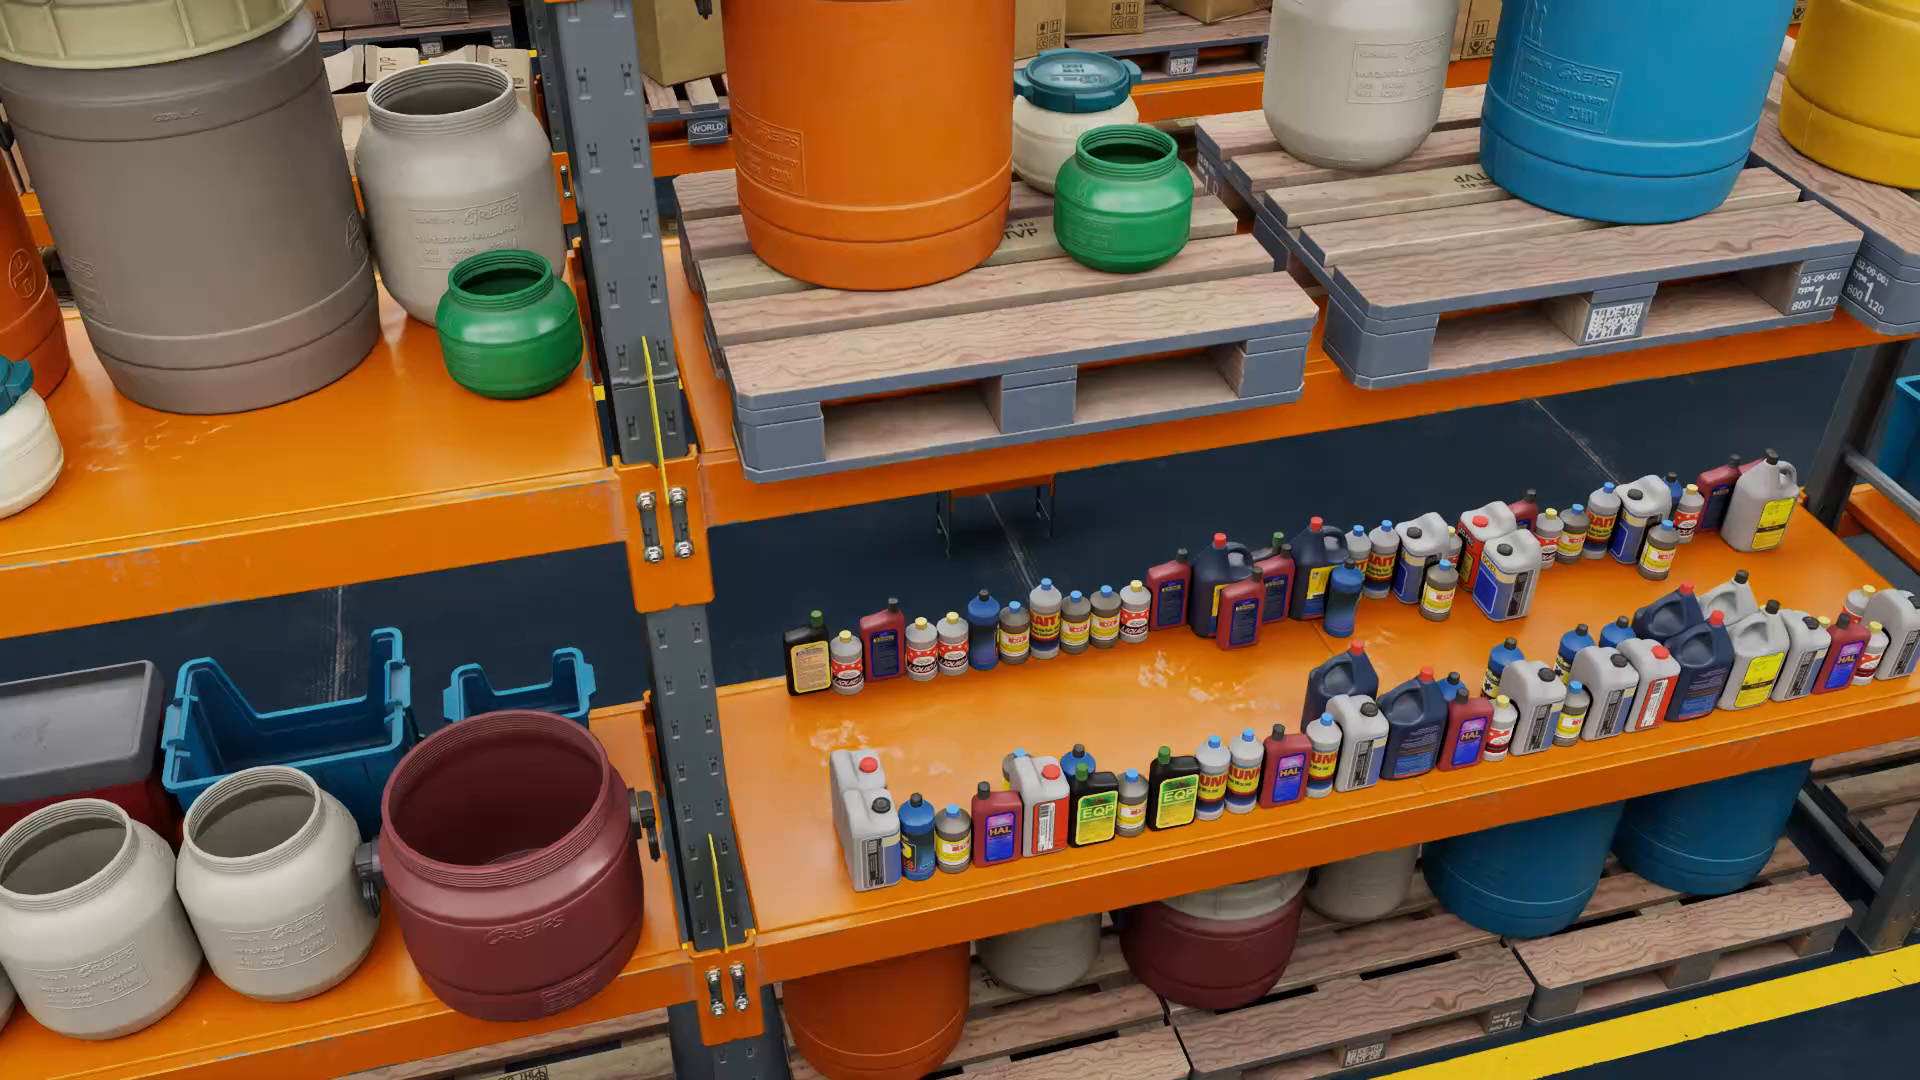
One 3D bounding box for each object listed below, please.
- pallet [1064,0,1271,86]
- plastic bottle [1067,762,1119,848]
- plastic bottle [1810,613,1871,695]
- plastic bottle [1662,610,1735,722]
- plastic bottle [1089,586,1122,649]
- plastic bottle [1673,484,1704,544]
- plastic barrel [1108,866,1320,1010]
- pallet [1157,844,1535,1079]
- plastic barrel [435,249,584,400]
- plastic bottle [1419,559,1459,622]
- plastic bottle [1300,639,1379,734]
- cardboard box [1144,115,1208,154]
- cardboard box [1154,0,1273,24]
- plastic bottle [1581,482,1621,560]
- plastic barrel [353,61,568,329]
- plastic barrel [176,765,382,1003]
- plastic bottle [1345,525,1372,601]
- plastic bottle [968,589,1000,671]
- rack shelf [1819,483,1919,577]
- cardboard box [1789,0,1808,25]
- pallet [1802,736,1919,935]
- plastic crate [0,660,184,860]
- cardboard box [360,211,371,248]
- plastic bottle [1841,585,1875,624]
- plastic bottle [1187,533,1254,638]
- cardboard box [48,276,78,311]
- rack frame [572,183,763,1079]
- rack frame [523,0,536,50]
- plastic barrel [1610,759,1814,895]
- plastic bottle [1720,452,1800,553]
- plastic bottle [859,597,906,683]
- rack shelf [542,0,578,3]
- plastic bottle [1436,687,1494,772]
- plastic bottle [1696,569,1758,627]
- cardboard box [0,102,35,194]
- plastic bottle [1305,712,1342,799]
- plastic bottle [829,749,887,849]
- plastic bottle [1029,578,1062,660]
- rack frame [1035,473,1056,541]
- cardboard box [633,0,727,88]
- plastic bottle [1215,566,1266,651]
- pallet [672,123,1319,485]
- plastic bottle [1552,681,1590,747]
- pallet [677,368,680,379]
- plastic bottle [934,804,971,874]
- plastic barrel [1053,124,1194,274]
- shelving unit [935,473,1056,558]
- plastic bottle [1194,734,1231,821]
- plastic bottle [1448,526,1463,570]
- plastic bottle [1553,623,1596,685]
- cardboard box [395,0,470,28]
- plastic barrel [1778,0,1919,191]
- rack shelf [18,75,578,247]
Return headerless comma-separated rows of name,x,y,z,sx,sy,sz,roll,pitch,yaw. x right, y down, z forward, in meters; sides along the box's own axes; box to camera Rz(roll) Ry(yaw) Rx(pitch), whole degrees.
pallet,1.039,-2.799,9.099,1.213,0.211,1.003,-9,38,-12
plastic bottle,0.356,0.701,4.461,0.133,0.283,0.061,-9,38,-12
plastic bottle,2.620,0.330,4.946,0.133,0.283,0.061,-9,38,-12
plastic bottle,2.147,0.354,4.859,0.185,0.351,0.144,-9,38,-12
plastic bottle,0.448,0.230,5.145,0.097,0.201,0.097,0,37,0
plastic bottle,2.427,-0.095,5.569,0.097,0.201,0.097,0,37,0
plastic barrel,0.824,1.126,5.448,0.708,0.588,0.600,-9,38,-12
pallet,1.191,1.369,5.787,1.213,0.211,1.003,-9,38,-12
plastic barrel,-0.959,-0.459,3.540,0.294,0.245,0.294,0,37,0
plastic bottle,1.514,0.150,5.248,0.097,0.201,0.097,0,37,0
plastic bottle,1.092,0.432,4.757,0.185,0.351,0.144,-9,38,-12
cardboard box,1.309,-2.186,9.835,0.500,0.500,0.500,-11,39,-14
cardboard box,1.324,-3.201,9.037,0.500,0.500,0.700,-23,43,-27
plastic bottle,2.109,-0.071,5.480,0.097,0.271,0.097,0,37,0
plastic barrel,-1.114,-0.765,3.720,0.421,0.512,0.421,0,37,0
plastic barrel,-1.672,0.845,4.084,0.421,0.512,0.421,0,37,0
plastic bottle,1.250,0.070,5.296,0.097,0.271,0.097,0,37,0
plastic bottle,0.072,0.263,5.043,0.097,0.271,0.097,0,37,0
rack shelf,5.058,-0.063,5.956,4.000,0.370,1.077,-9,38,-12
cardboard box,4.840,-3.297,9.508,0.500,0.500,0.500,-9,38,-12
pallet,3.827,0.936,6.352,1.213,0.211,1.003,-9,38,-12
plastic crate,-2.374,0.653,4.375,0.583,0.464,0.402,-9,38,-12
cardboard box,-3.109,-1.603,8.833,0.500,0.311,0.500,-10,39,-13
plastic bottle,2.781,0.229,5.146,0.097,0.201,0.097,0,37,0
plastic bottle,0.813,0.125,5.158,0.185,0.351,0.144,-9,38,-12
cardboard box,-4.436,-1.047,8.105,0.500,0.311,0.500,-11,39,-13
rack frame,-0.734,0.602,4.495,0.127,3.000,1.000,-9,38,-12
rack frame,-3.317,-5.210,12.091,0.127,3.000,1.000,-9,38,-12
plastic barrel,2.598,0.711,5.733,0.708,0.901,0.600,-9,38,-12
plastic bottle,2.664,-0.140,5.505,0.185,0.351,0.144,-9,38,-12
plastic bottle,-0.232,0.297,4.989,0.133,0.283,0.061,-9,38,-12
rack shelf,-2.665,-1.020,2.598,4.000,0.370,1.077,-9,38,-12
plastic bottle,1.426,0.526,4.690,0.133,0.283,0.061,-9,38,-12
plastic bottle,2.288,0.240,5.007,0.185,0.351,0.144,-9,38,-12
cardboard box,-4.146,-1.985,7.794,0.500,0.500,0.500,-9,38,-12
plastic bottle,1.002,0.588,4.618,0.097,0.271,0.097,0,37,0
plastic bottle,-0.272,0.683,4.491,0.135,0.276,0.152,-9,38,-12
plastic bottle,0.260,0.233,5.083,0.097,0.271,0.097,0,37,0
rack frame,0.395,-0.541,7.470,0.015,1.200,0.240,-9,38,-12
cardboard box,-1.444,-2.677,8.353,0.500,0.500,0.700,-23,43,-27
plastic bottle,0.864,0.208,5.106,0.133,0.283,0.061,-9,38,-12
pallet,0.030,-0.579,3.724,1.213,0.211,1.003,-9,38,-12
plastic bottle,1.757,0.492,4.801,0.097,0.201,0.097,0,37,0
pallet,-1.292,-1.293,9.267,1.213,0.211,1.003,-9,38,-12
plastic bottle,-0.019,0.784,4.420,0.097,0.201,0.097,0,37,0
plastic barrel,0.348,-0.728,3.546,0.294,0.245,0.294,0,37,0
shelving unit,0.160,-0.503,7.420,0.503,1.200,0.258,-9,38,-12
plastic bottle,0.685,0.640,4.550,0.097,0.271,0.097,0,37,0
plastic bottle,1.568,0.046,5.385,0.097,0.201,0.097,0,37,0
plastic bottle,1.811,0.360,4.917,0.097,0.271,0.097,0,37,0
cardboard box,-3.999,-4.247,12.528,0.500,0.500,0.700,-9,38,-11
plastic barrel,2.299,-1.201,3.882,0.600,0.588,0.600,0,37,0
rack shelf,-3.953,-1.702,8.098,4.000,0.370,1.077,-9,38,-12
